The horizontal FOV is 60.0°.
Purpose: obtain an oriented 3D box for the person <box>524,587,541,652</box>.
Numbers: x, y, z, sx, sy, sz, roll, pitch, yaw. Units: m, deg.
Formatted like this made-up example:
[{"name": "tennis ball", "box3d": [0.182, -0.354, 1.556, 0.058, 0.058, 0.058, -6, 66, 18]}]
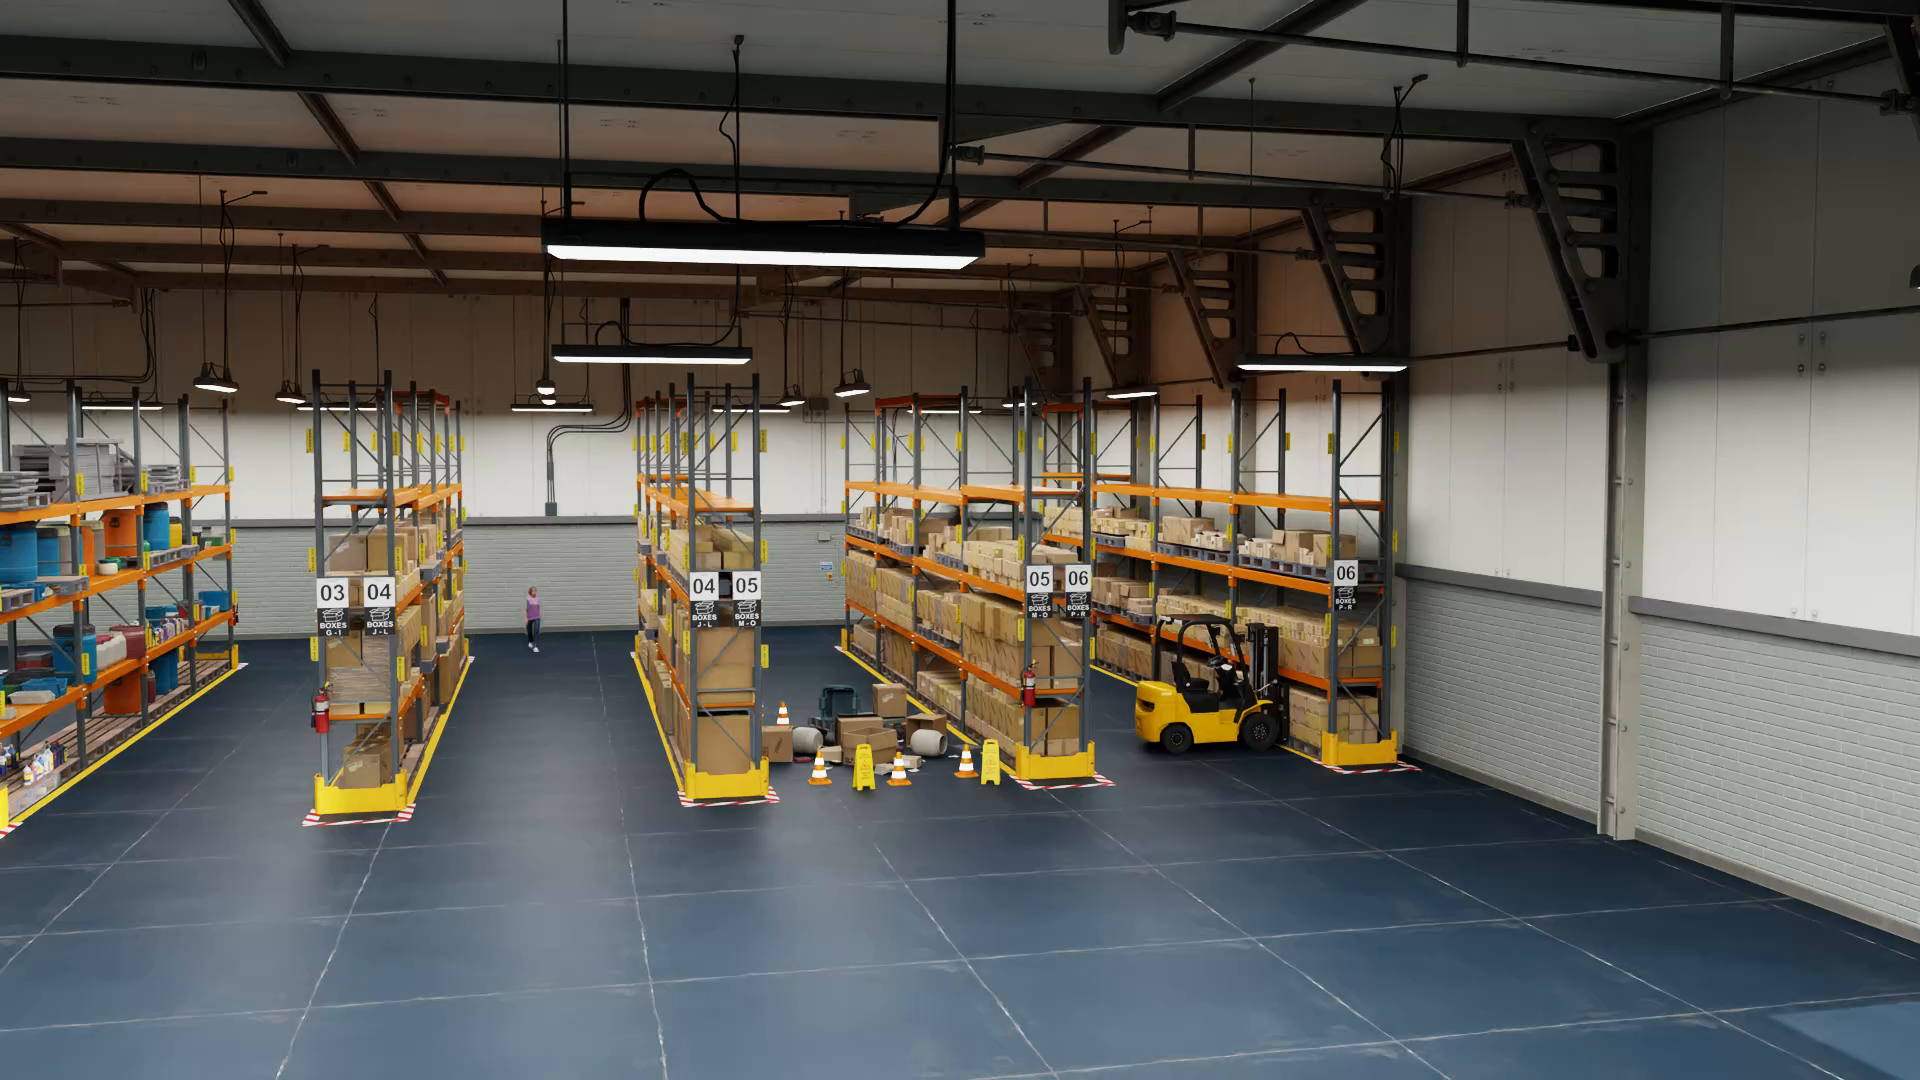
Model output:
[{"name": "person", "box3d": [-10.315, 1.901, 40.123, 0.418, 1.555, 0.823, -1, 3, -16]}]
